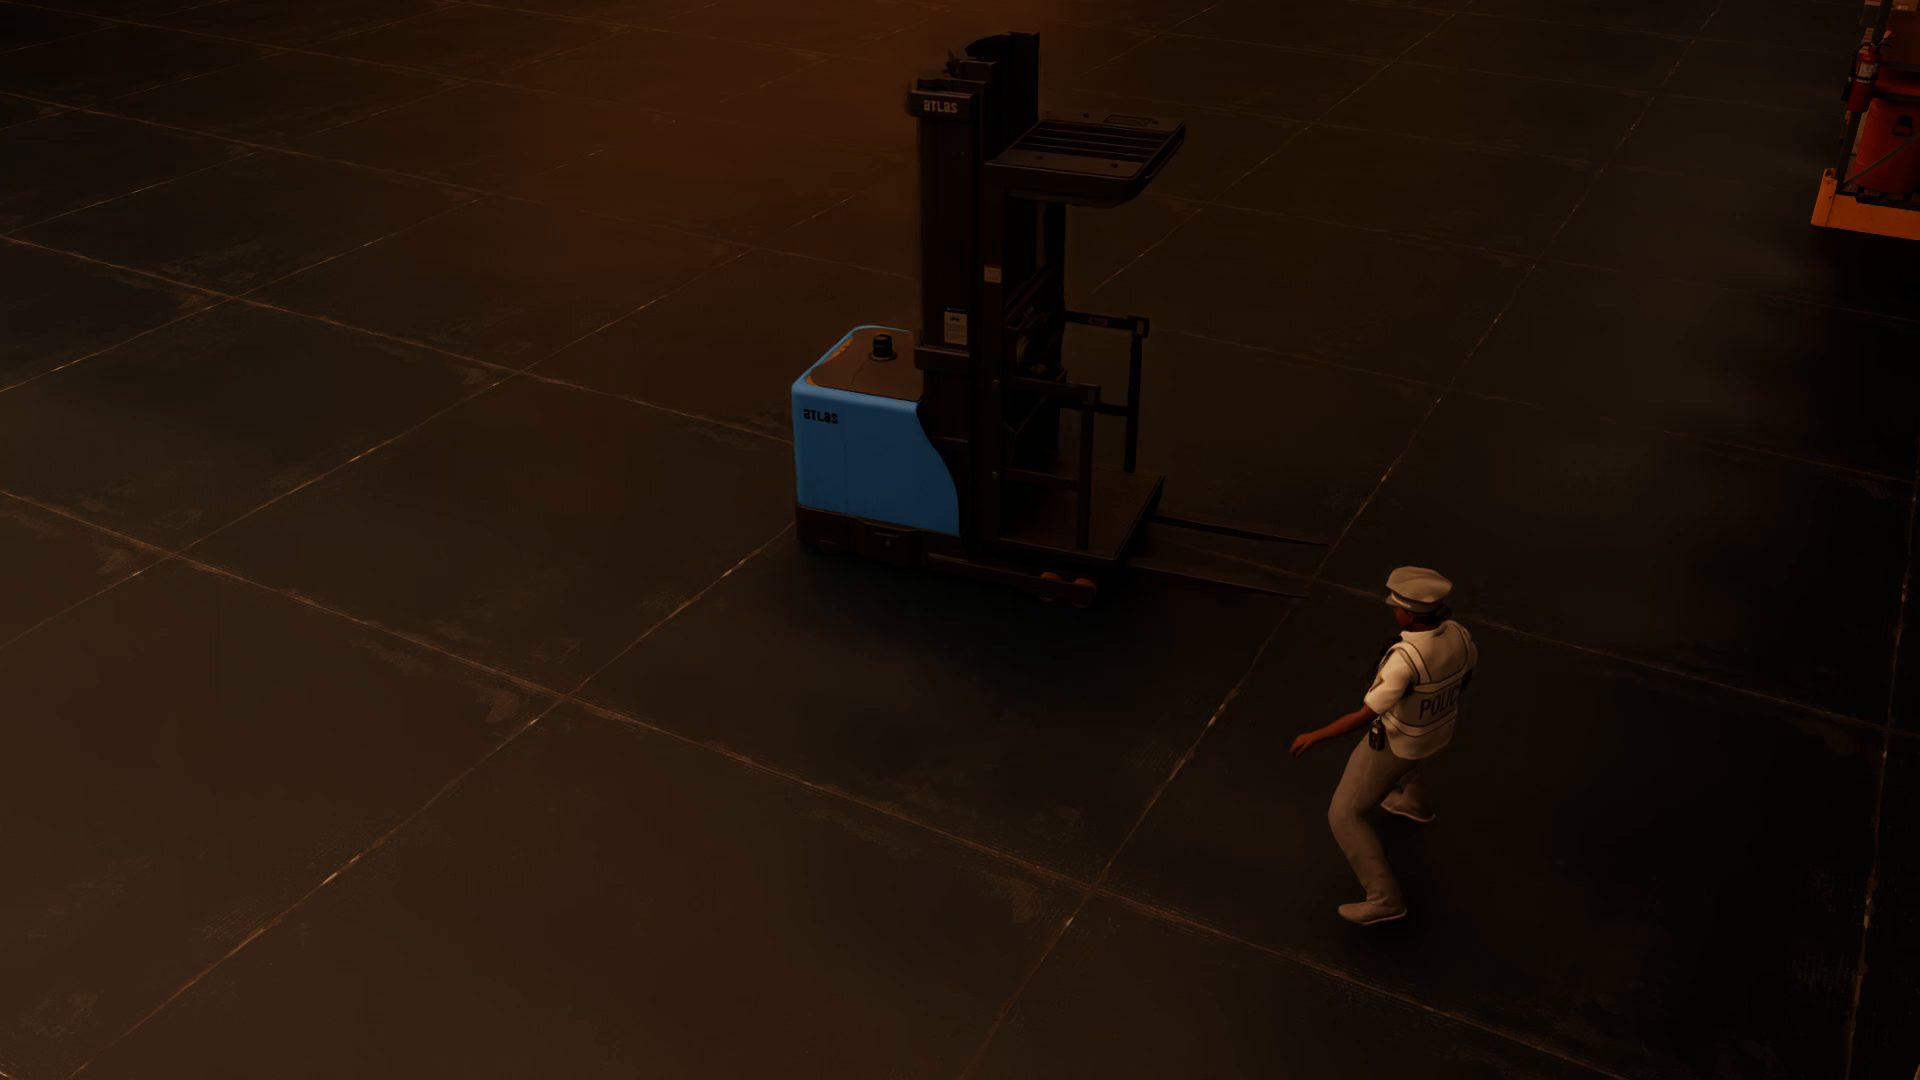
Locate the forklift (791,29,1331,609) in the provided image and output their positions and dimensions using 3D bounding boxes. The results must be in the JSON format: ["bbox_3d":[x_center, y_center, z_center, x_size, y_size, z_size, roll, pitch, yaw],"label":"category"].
[{"bbox_3d":[0.597,-1.186,9.125,3.031,2.935,1.130,11,32,18],"label":"forklift"}]

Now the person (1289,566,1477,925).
[{"bbox_3d":[1.866,0.811,7.098,0.875,1.546,0.645,-20,36,-31],"label":"person"}]
